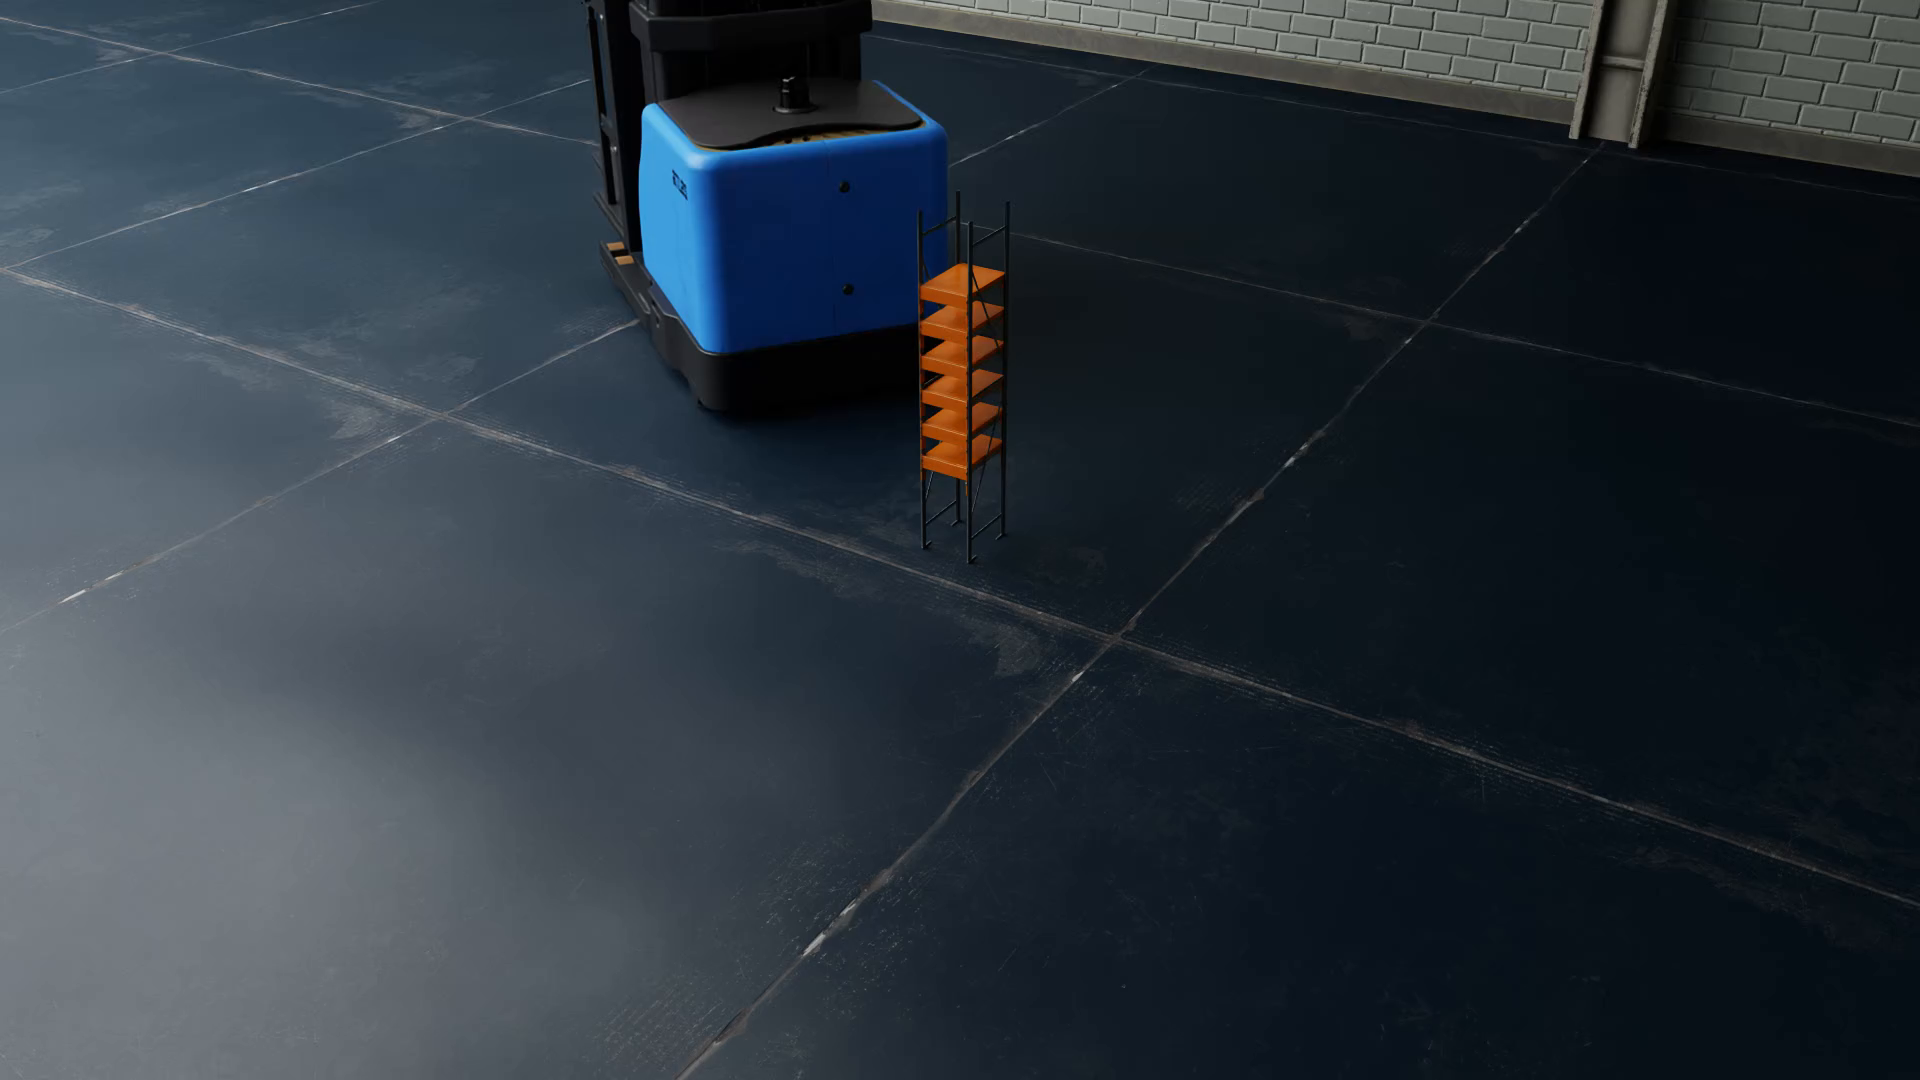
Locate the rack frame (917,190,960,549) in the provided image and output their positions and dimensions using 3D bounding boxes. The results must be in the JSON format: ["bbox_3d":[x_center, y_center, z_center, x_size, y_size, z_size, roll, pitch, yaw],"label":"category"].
[{"bbox_3d":[-0.065,-0.539,5.483,0.006,1.200,0.240,18,35,27],"label":"rack frame"}]

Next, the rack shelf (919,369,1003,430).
[{"bbox_3d":[0.012,-0.476,5.463,0.180,0.103,0.258,18,35,27],"label":"rack shelf"}]

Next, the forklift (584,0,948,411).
[{"bbox_3d":[-1.060,-2.493,7.114,1.130,2.935,3.031,-12,32,-19],"label":"forklift"}]

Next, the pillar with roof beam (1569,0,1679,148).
[{"bbox_3d":[1.555,-4.437,4.426,0.400,9.000,9.100,18,35,27],"label":"pillar with roof beam"}]

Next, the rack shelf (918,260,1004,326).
[{"bbox_3d":[0.012,-0.787,5.282,0.180,0.103,0.258,18,35,27],"label":"rack shelf"}]

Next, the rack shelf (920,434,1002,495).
[{"bbox_3d":[0.012,-0.269,5.584,0.180,0.103,0.258,18,35,27],"label":"rack shelf"}]

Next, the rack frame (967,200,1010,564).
[{"bbox_3d":[0.090,-0.490,5.399,0.006,1.200,0.240,18,35,27],"label":"rack frame"}]

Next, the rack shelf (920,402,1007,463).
[{"bbox_3d":[0.012,-0.372,5.524,0.180,0.103,0.258,18,35,27],"label":"rack shelf"}]

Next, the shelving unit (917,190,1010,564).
[{"bbox_3d":[0.012,-0.514,5.441,0.189,1.200,0.258,18,35,27],"label":"shelving unit"}]

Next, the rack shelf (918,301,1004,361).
[{"bbox_3d":[0.012,-0.683,5.342,0.180,0.103,0.258,18,35,27],"label":"rack shelf"}]

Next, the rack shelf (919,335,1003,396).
[{"bbox_3d":[0.012,-0.580,5.403,0.180,0.103,0.258,18,35,27],"label":"rack shelf"}]
